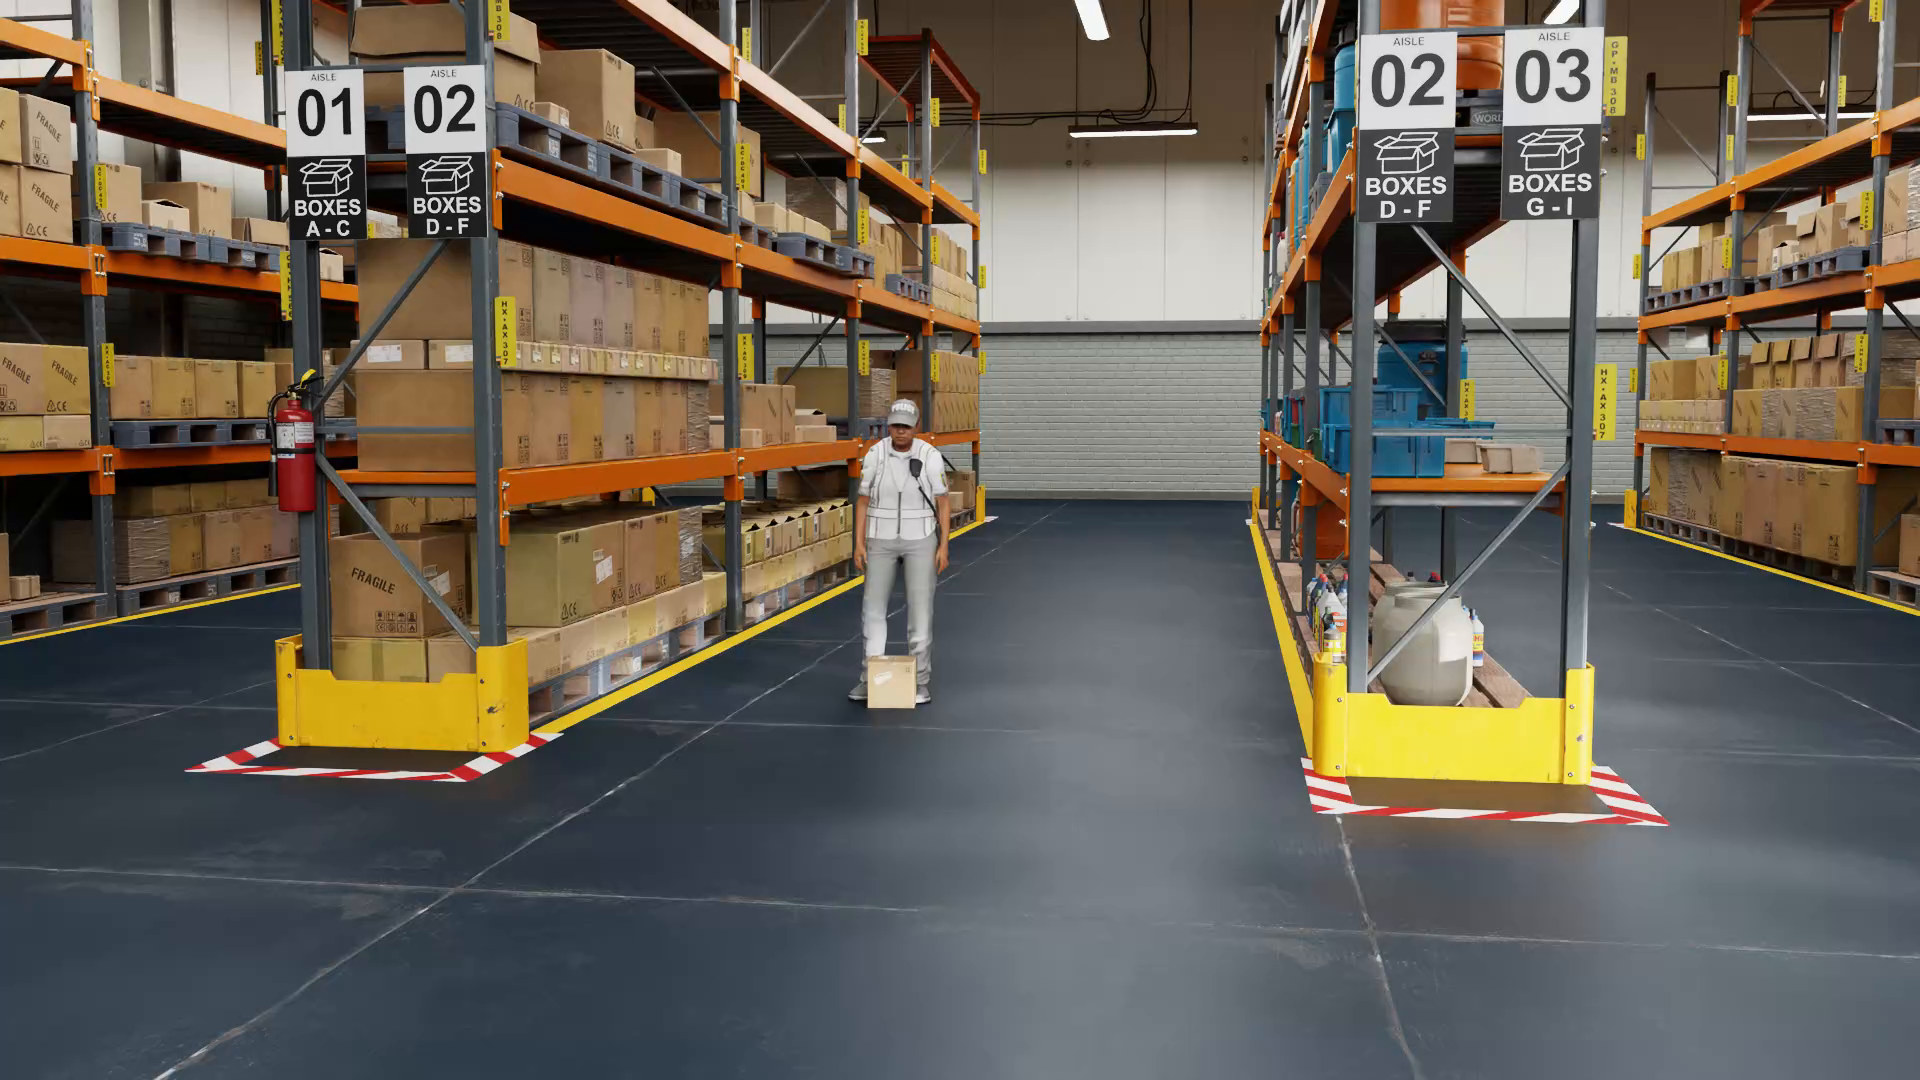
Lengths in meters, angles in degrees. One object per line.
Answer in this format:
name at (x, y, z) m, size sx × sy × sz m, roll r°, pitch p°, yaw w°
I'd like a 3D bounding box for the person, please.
person at (-0.334, 0.050, 9.229) m, size 0.557 × 1.667 × 0.468 m, roll 0°, pitch 5°, yaw 6°
